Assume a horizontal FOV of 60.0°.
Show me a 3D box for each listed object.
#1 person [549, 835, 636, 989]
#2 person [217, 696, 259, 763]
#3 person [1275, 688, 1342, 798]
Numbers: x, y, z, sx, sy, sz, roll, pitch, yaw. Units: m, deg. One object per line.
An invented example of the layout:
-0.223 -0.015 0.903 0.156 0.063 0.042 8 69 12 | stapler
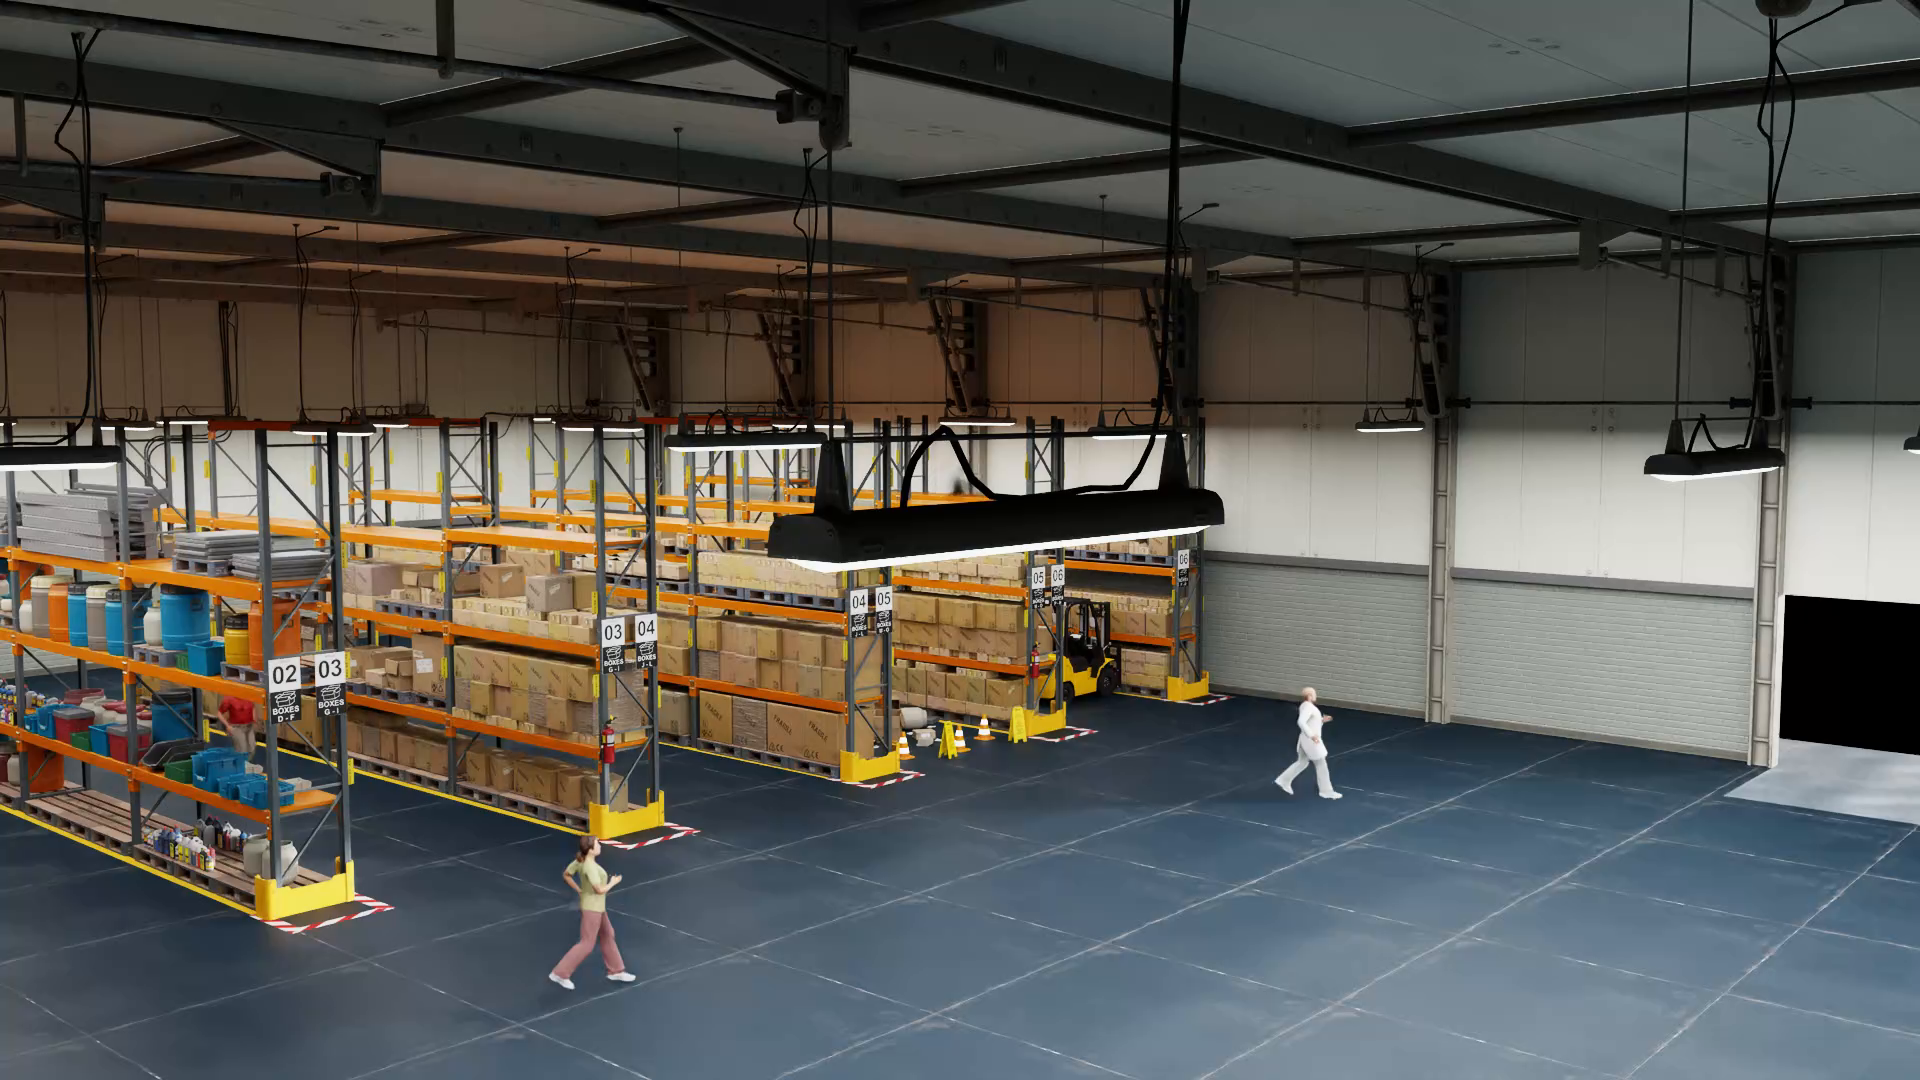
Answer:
-3.955 3.986 17.848 0.952 1.670 0.568 -2 5 -24 | person
-12.049 3.180 27.860 0.601 1.672 0.664 3 5 29 | person
5.552 3.218 26.426 1.063 1.765 0.701 -1 5 -6 | person
